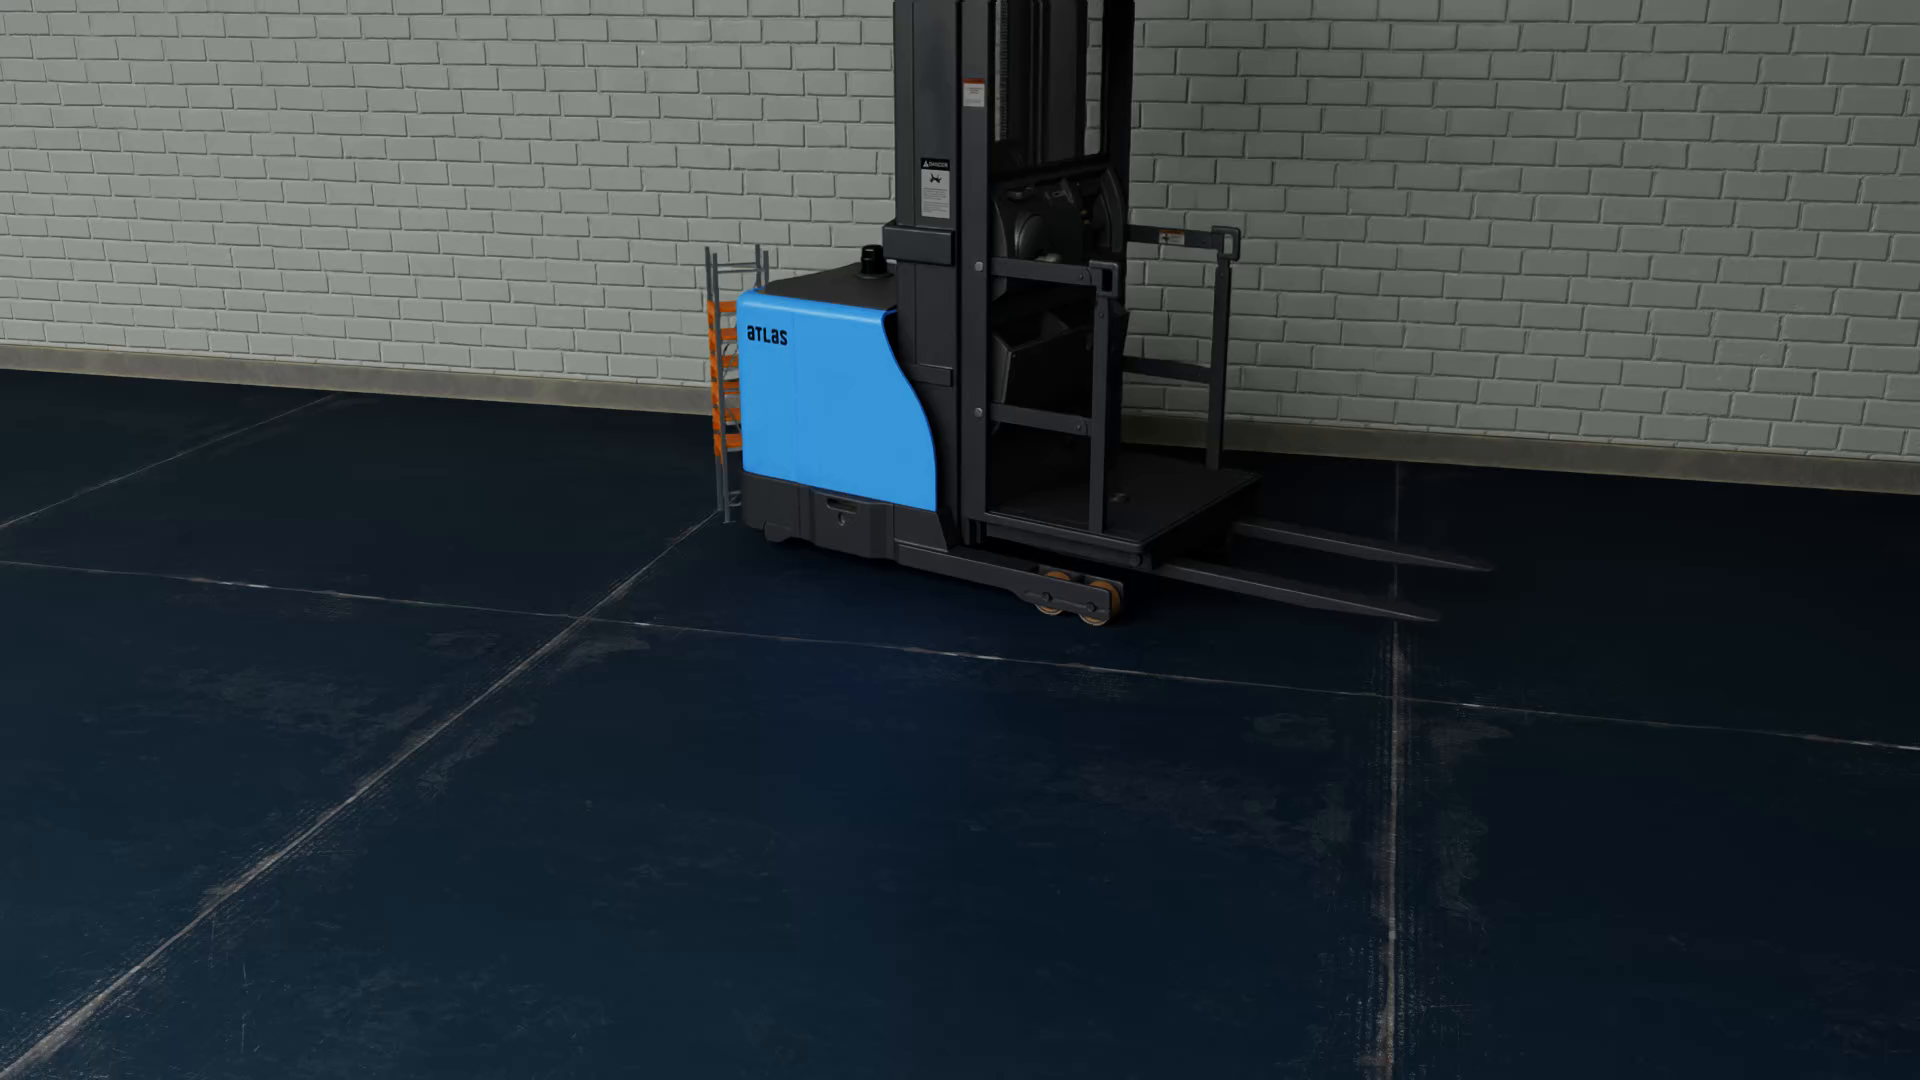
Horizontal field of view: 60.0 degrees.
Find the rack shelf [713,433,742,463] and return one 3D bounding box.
[{"bbox_3d":[-0.959,-0.413,7.420,0.258,0.103,0.180,-6,20,-17],"label":"rack shelf"}]

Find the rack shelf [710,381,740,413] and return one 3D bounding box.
[{"bbox_3d":[-0.959,-0.641,7.343,0.258,0.103,0.180,-6,20,-17],"label":"rack shelf"}]

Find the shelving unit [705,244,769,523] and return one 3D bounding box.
[{"bbox_3d":[-0.959,-0.683,7.329,0.258,1.200,0.189,-6,20,-17],"label":"shelving unit"}]

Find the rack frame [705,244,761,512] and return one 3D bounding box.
[{"bbox_3d":[-0.987,-0.711,7.411,0.240,1.200,0.006,-6,20,-17],"label":"rack frame"}]

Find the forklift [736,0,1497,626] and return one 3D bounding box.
[{"bbox_3d":[0.565,-1.260,6.342,3.031,2.935,1.130,12,22,32],"label":"forklift"}]

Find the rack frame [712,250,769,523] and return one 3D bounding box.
[{"bbox_3d":[-0.932,-0.655,7.246,0.240,1.200,0.006,-6,20,-17],"label":"rack frame"}]

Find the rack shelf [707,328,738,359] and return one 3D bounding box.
[{"bbox_3d":[-0.960,-0.868,7.266,0.258,0.103,0.180,-6,20,-17],"label":"rack shelf"}]

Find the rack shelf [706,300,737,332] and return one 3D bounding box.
[{"bbox_3d":[-0.960,-0.982,7.227,0.258,0.103,0.180,-6,20,-17],"label":"rack shelf"}]

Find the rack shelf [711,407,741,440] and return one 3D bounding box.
[{"bbox_3d":[-0.959,-0.527,7.381,0.258,0.103,0.180,-6,20,-17],"label":"rack shelf"}]

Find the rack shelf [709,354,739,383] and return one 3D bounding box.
[{"bbox_3d":[-0.960,-0.754,7.304,0.258,0.103,0.180,-6,20,-17],"label":"rack shelf"}]
